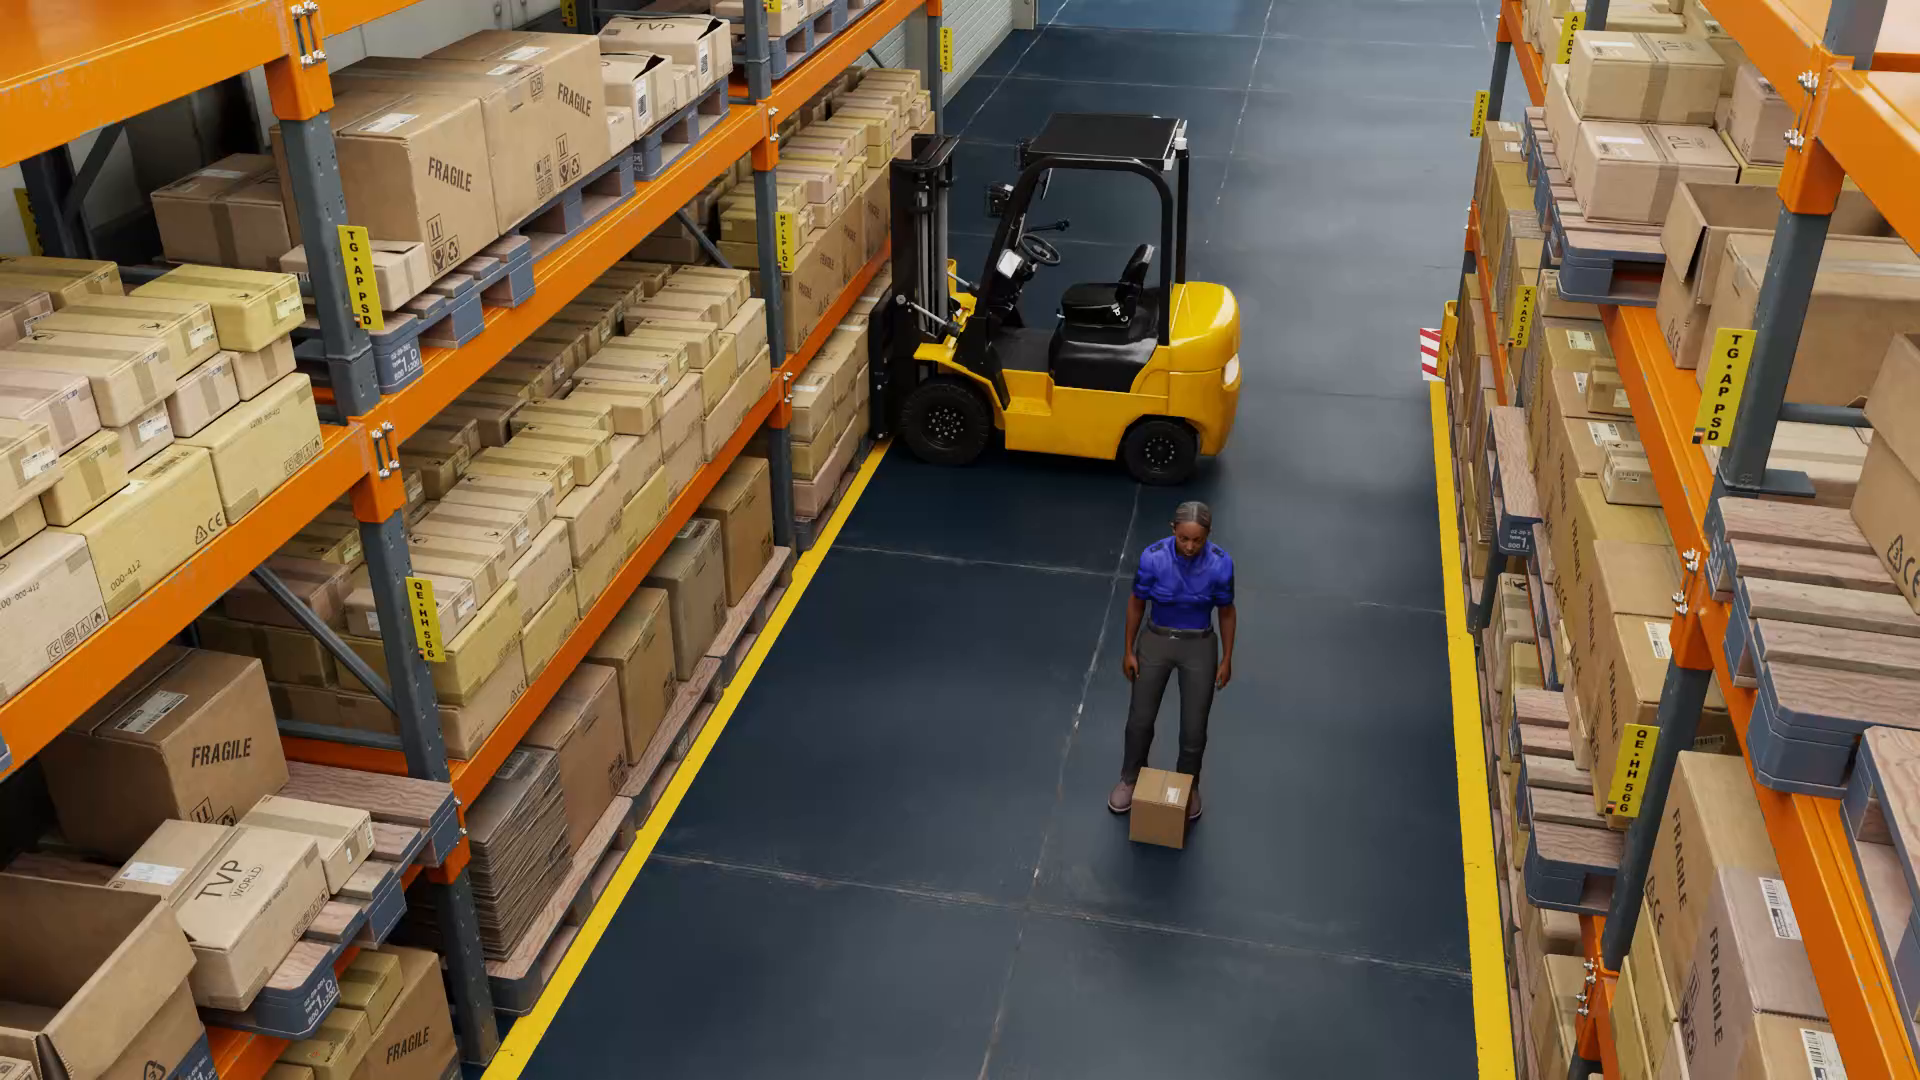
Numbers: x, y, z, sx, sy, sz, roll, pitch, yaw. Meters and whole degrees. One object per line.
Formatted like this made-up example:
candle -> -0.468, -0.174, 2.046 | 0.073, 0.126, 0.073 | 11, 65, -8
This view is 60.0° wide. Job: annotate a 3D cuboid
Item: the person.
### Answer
person -> 0.990, 0.530, 7.658 | 0.531, 1.656, 0.346 | 5, 29, 8
